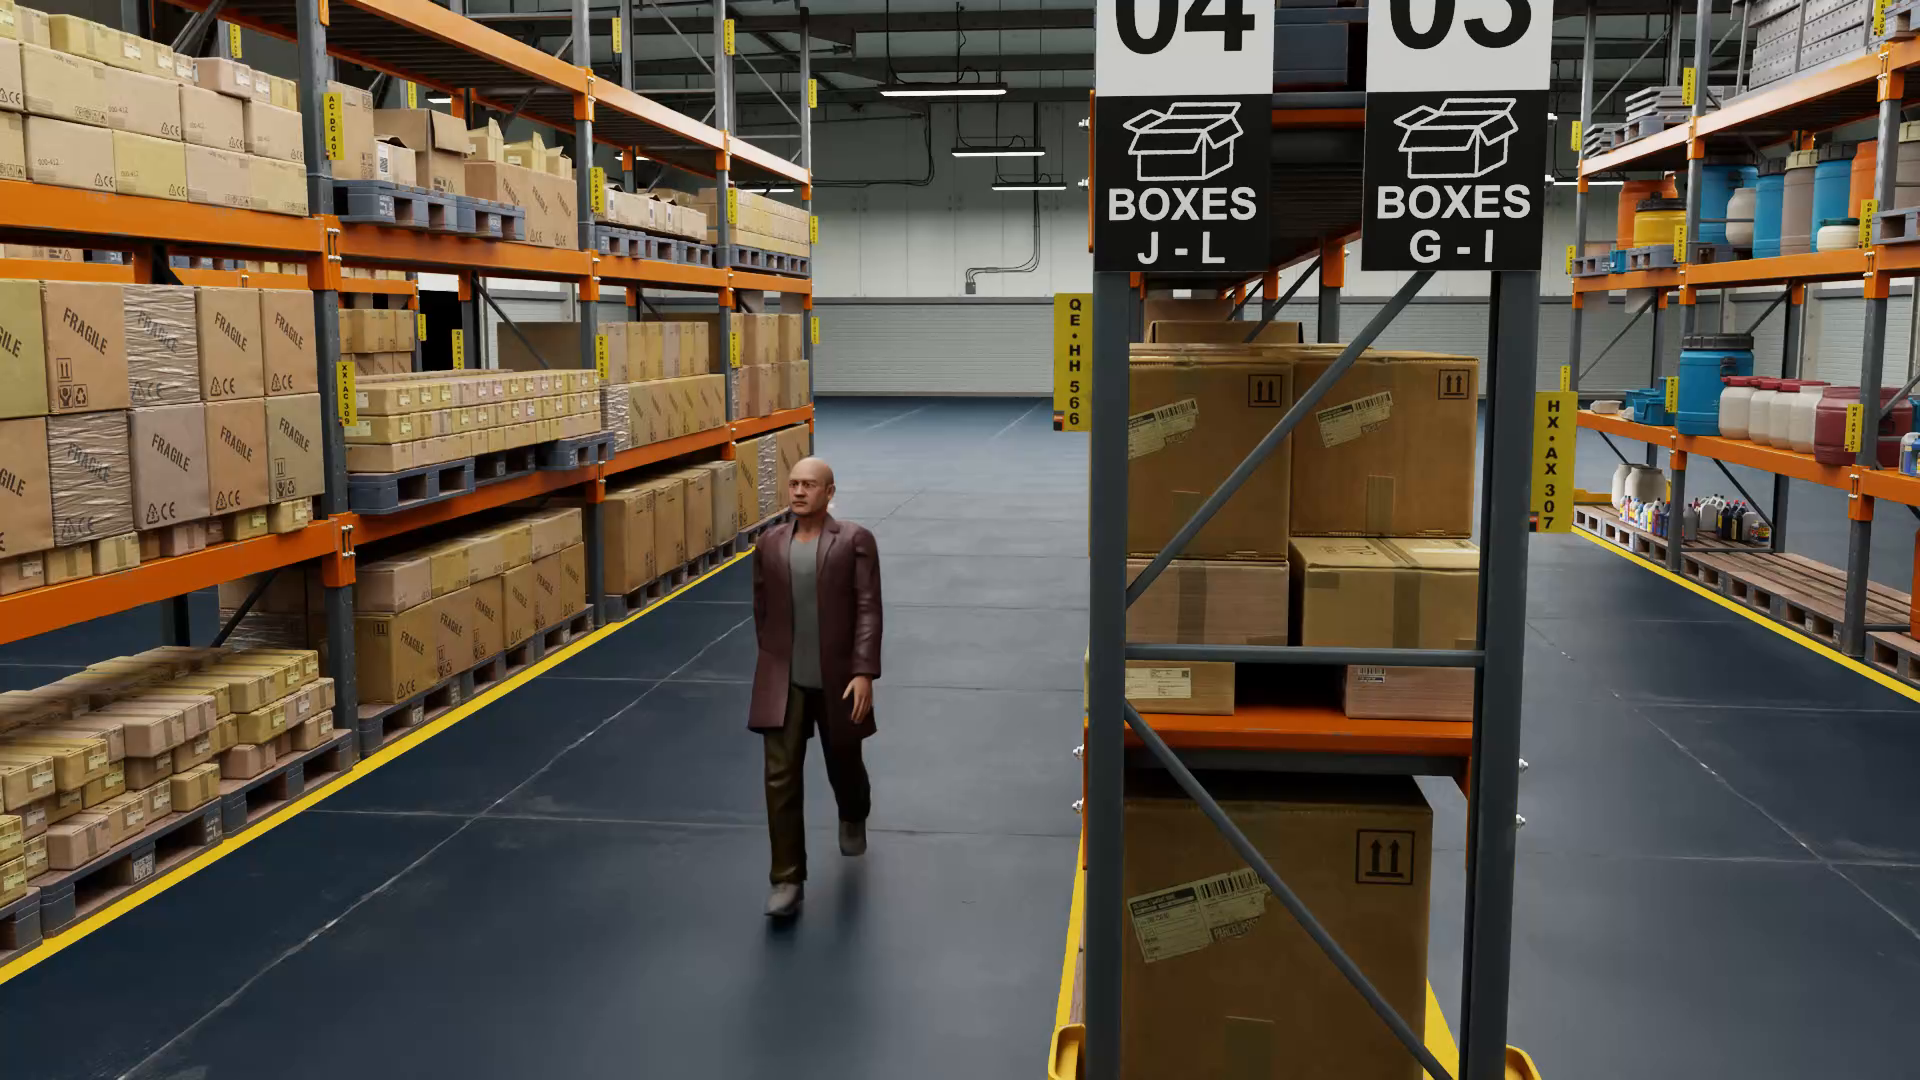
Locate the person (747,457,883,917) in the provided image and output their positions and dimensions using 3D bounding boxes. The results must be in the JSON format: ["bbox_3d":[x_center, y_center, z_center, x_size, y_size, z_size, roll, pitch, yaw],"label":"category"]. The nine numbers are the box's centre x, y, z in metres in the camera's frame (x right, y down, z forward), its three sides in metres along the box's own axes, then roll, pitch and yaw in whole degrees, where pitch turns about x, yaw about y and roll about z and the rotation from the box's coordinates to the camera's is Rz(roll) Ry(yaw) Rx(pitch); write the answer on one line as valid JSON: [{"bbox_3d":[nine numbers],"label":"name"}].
[{"bbox_3d":[-0.573,0.540,6.678,0.556,1.743,1.005,1,7,5],"label":"person"}]
